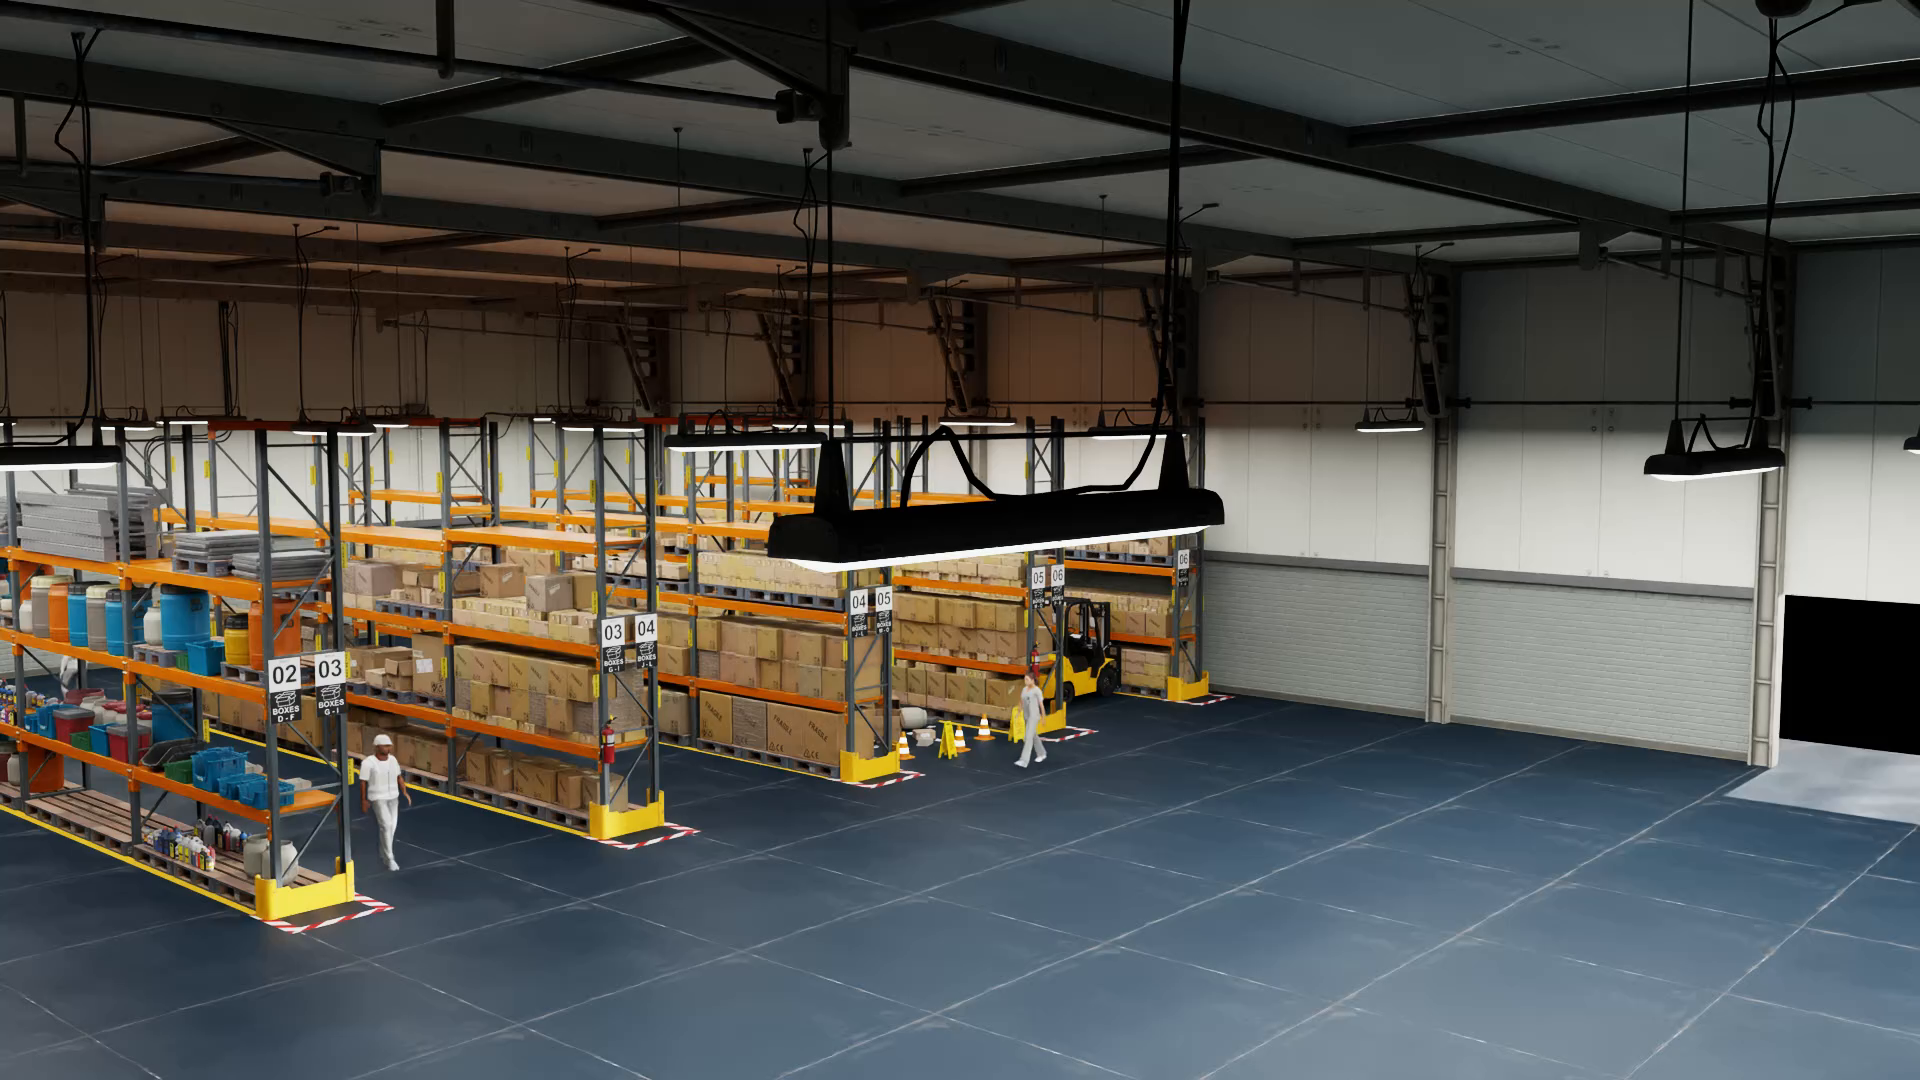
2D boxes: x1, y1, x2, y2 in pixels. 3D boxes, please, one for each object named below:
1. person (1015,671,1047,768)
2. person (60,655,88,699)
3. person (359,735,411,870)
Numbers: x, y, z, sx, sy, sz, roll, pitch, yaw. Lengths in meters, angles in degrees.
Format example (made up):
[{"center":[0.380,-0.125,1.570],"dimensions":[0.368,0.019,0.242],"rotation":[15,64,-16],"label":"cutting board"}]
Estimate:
[{"center":[1.226,3.103,28.984],"dimensions":[0.886,1.647,0.468],"rotation":[-3,6,-33],"label":"person"},{"center":[-18.093,2.684,33.912],"dimensions":[0.385,1.655,0.638],"rotation":[4,6,40],"label":"person"},{"center":[-7.805,3.574,22.756],"dimensions":[0.685,1.789,0.595],"rotation":[3,6,35],"label":"person"}]
